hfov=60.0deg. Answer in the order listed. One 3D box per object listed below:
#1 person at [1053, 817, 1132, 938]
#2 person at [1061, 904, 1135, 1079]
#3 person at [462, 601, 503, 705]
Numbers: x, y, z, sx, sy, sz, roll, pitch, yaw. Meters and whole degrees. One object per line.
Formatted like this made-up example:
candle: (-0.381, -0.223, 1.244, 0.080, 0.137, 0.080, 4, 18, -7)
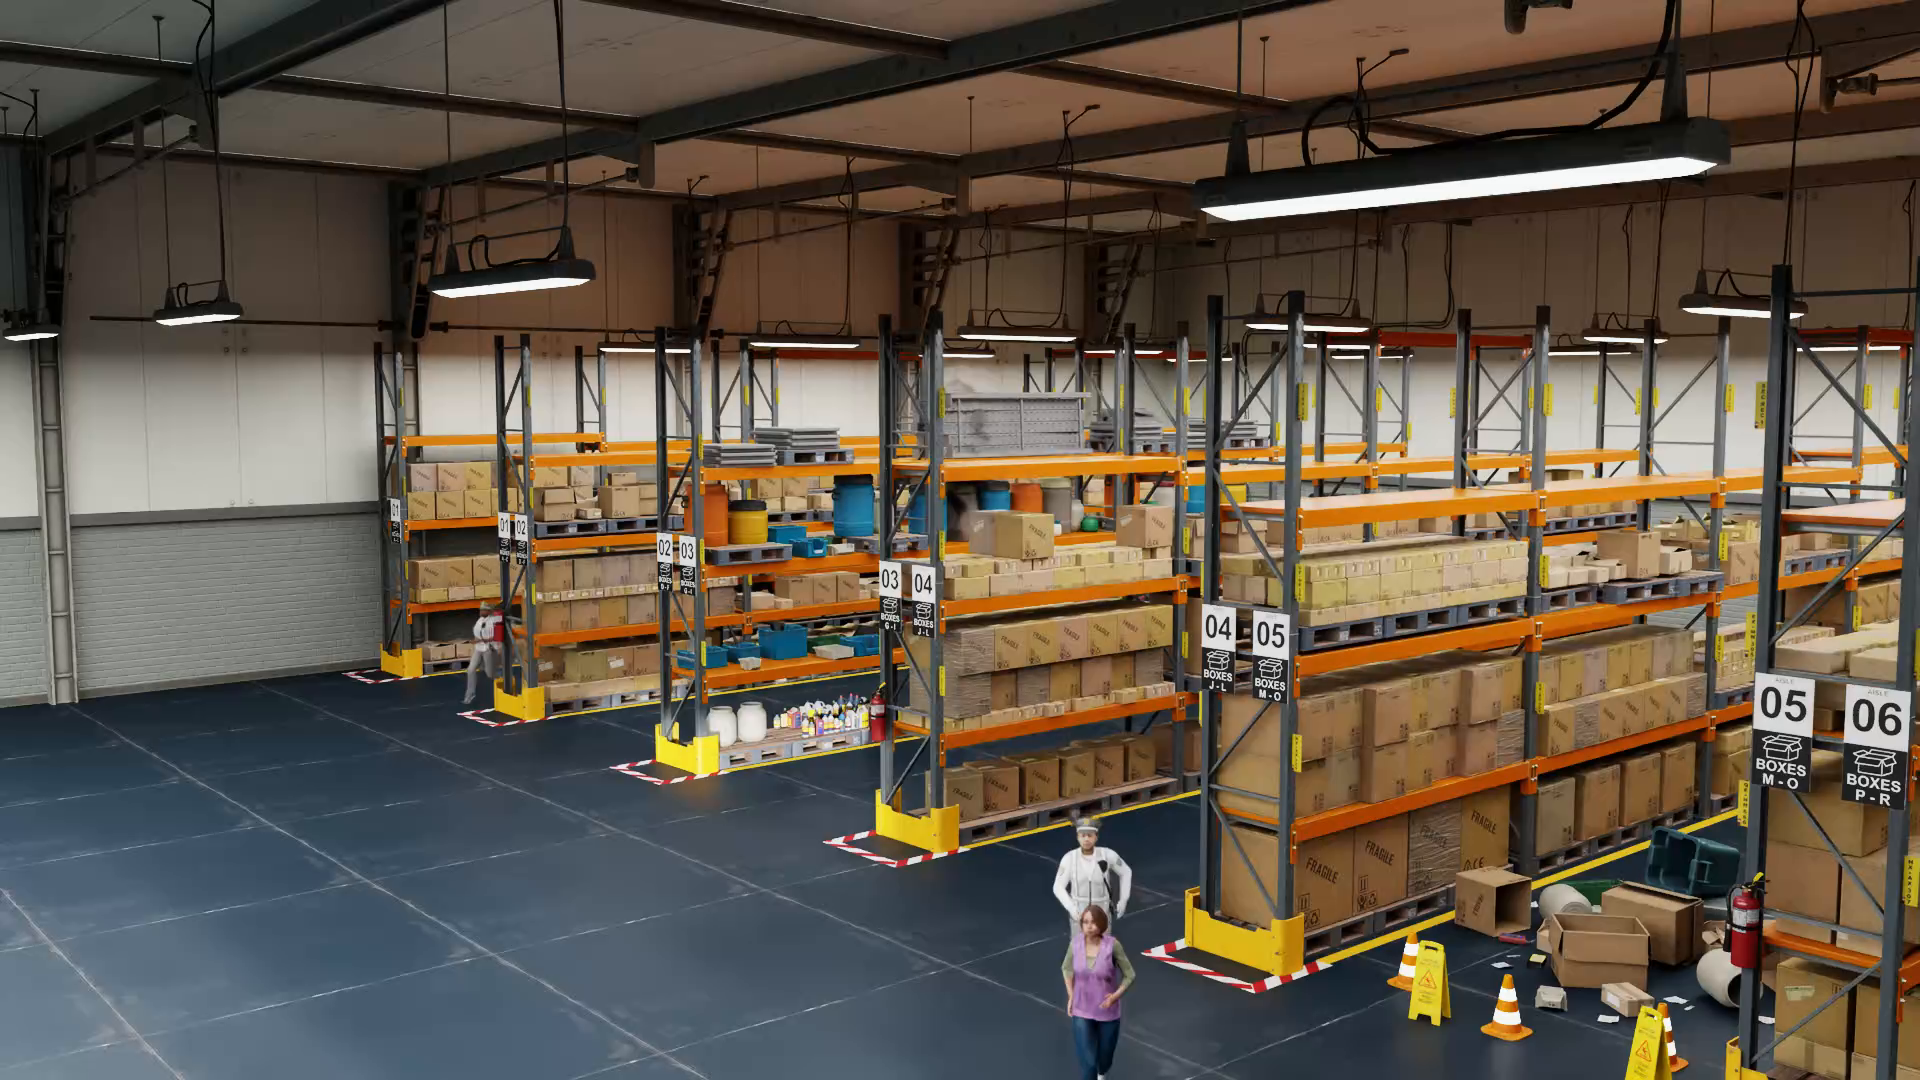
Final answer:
person: (1.094, 3.107, 13.754, 0.650, 1.650, 0.605, 0, 5, 5)
person: (0.962, 3.335, 11.672, 0.532, 1.575, 0.735, 1, 5, 11)
person: (-7.782, 1.848, 27.446, 0.592, 1.726, 0.863, 4, 7, 37)
